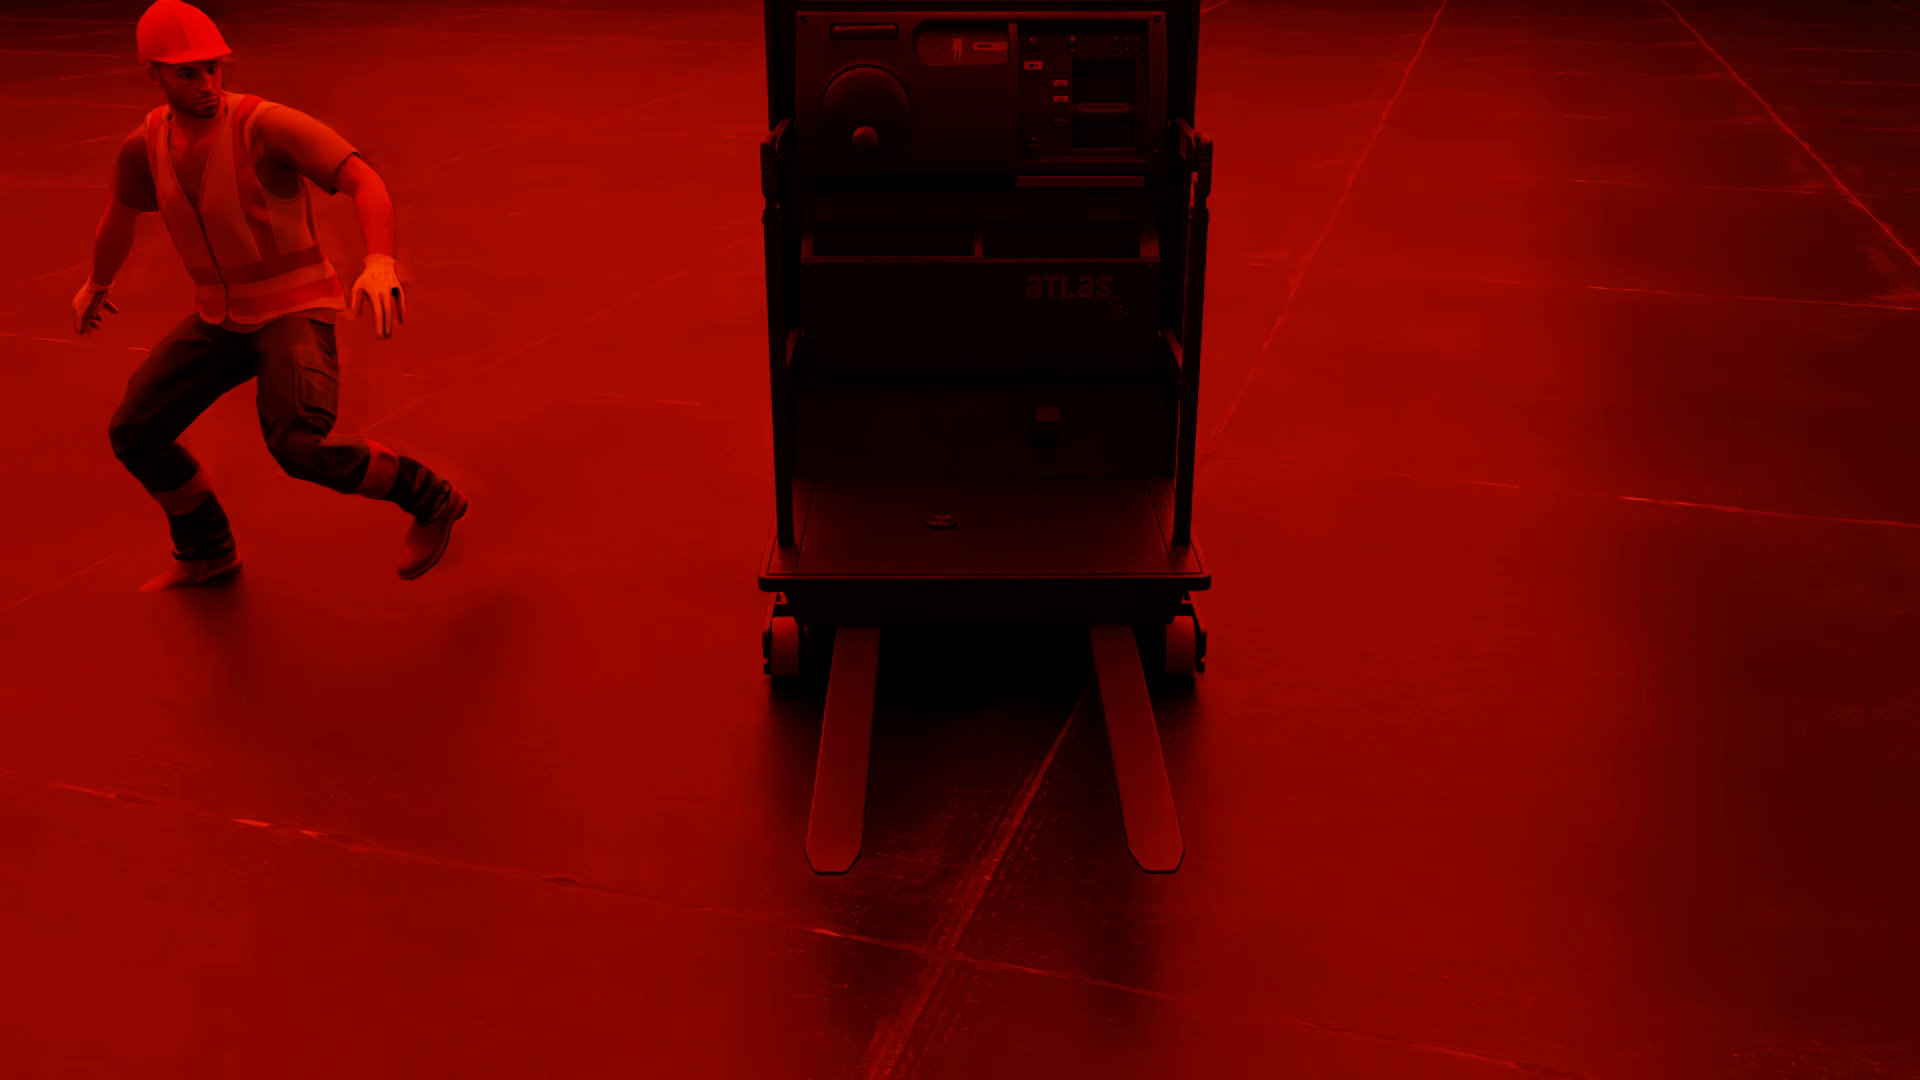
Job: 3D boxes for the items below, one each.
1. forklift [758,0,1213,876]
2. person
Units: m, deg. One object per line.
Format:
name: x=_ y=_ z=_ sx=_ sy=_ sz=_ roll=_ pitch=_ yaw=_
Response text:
forklift: x=0.057 y=-1.116 z=3.983 sx=1.130 sy=2.935 sz=3.031 roll=0 pitch=22 yaw=0
person: x=-1.982 y=-0.611 z=4.532 sx=1.158 sy=1.654 sz=0.505 roll=8 pitch=24 yaw=19
